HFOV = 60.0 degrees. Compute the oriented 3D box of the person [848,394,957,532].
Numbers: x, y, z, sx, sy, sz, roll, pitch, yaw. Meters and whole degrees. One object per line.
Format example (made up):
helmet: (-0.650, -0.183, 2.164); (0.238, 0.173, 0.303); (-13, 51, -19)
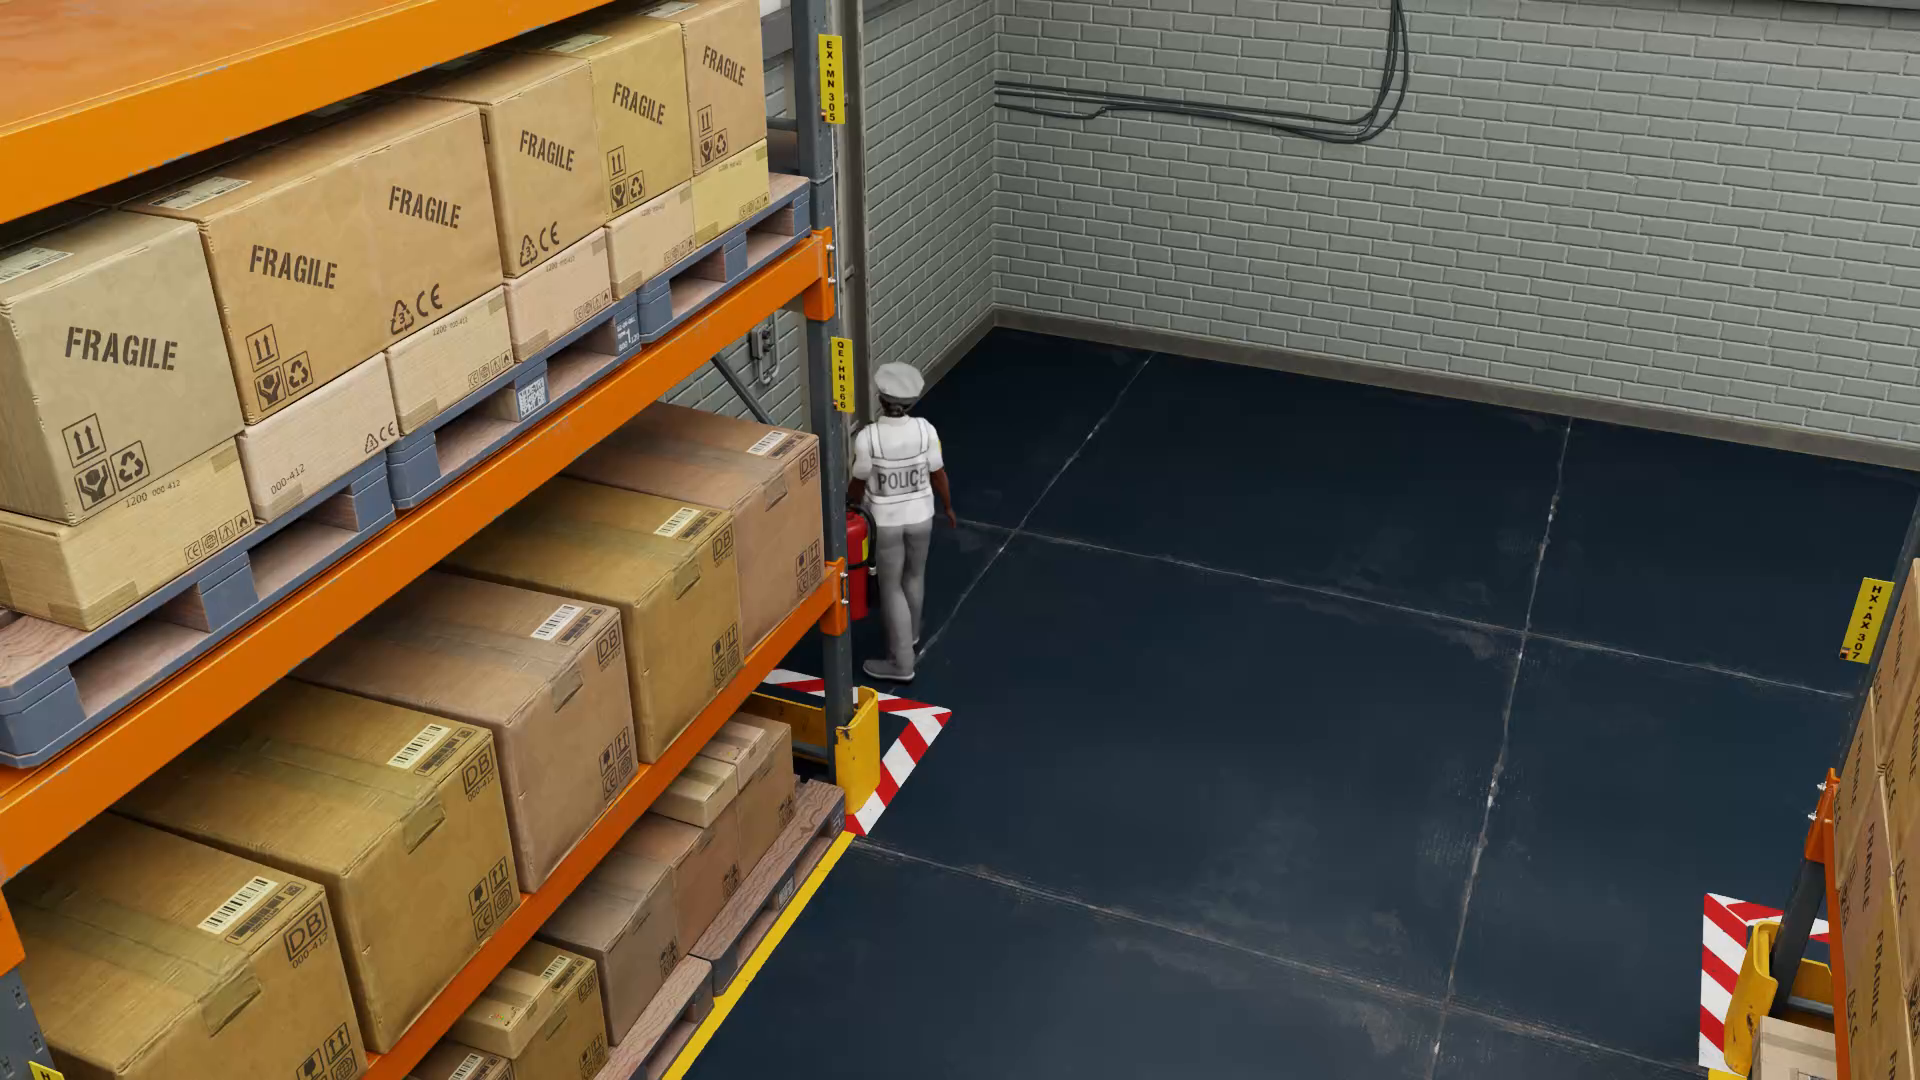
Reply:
person: (-0.285, -0.403, 8.402); (0.584, 0.963, 0.343); (-11, 32, -18)
